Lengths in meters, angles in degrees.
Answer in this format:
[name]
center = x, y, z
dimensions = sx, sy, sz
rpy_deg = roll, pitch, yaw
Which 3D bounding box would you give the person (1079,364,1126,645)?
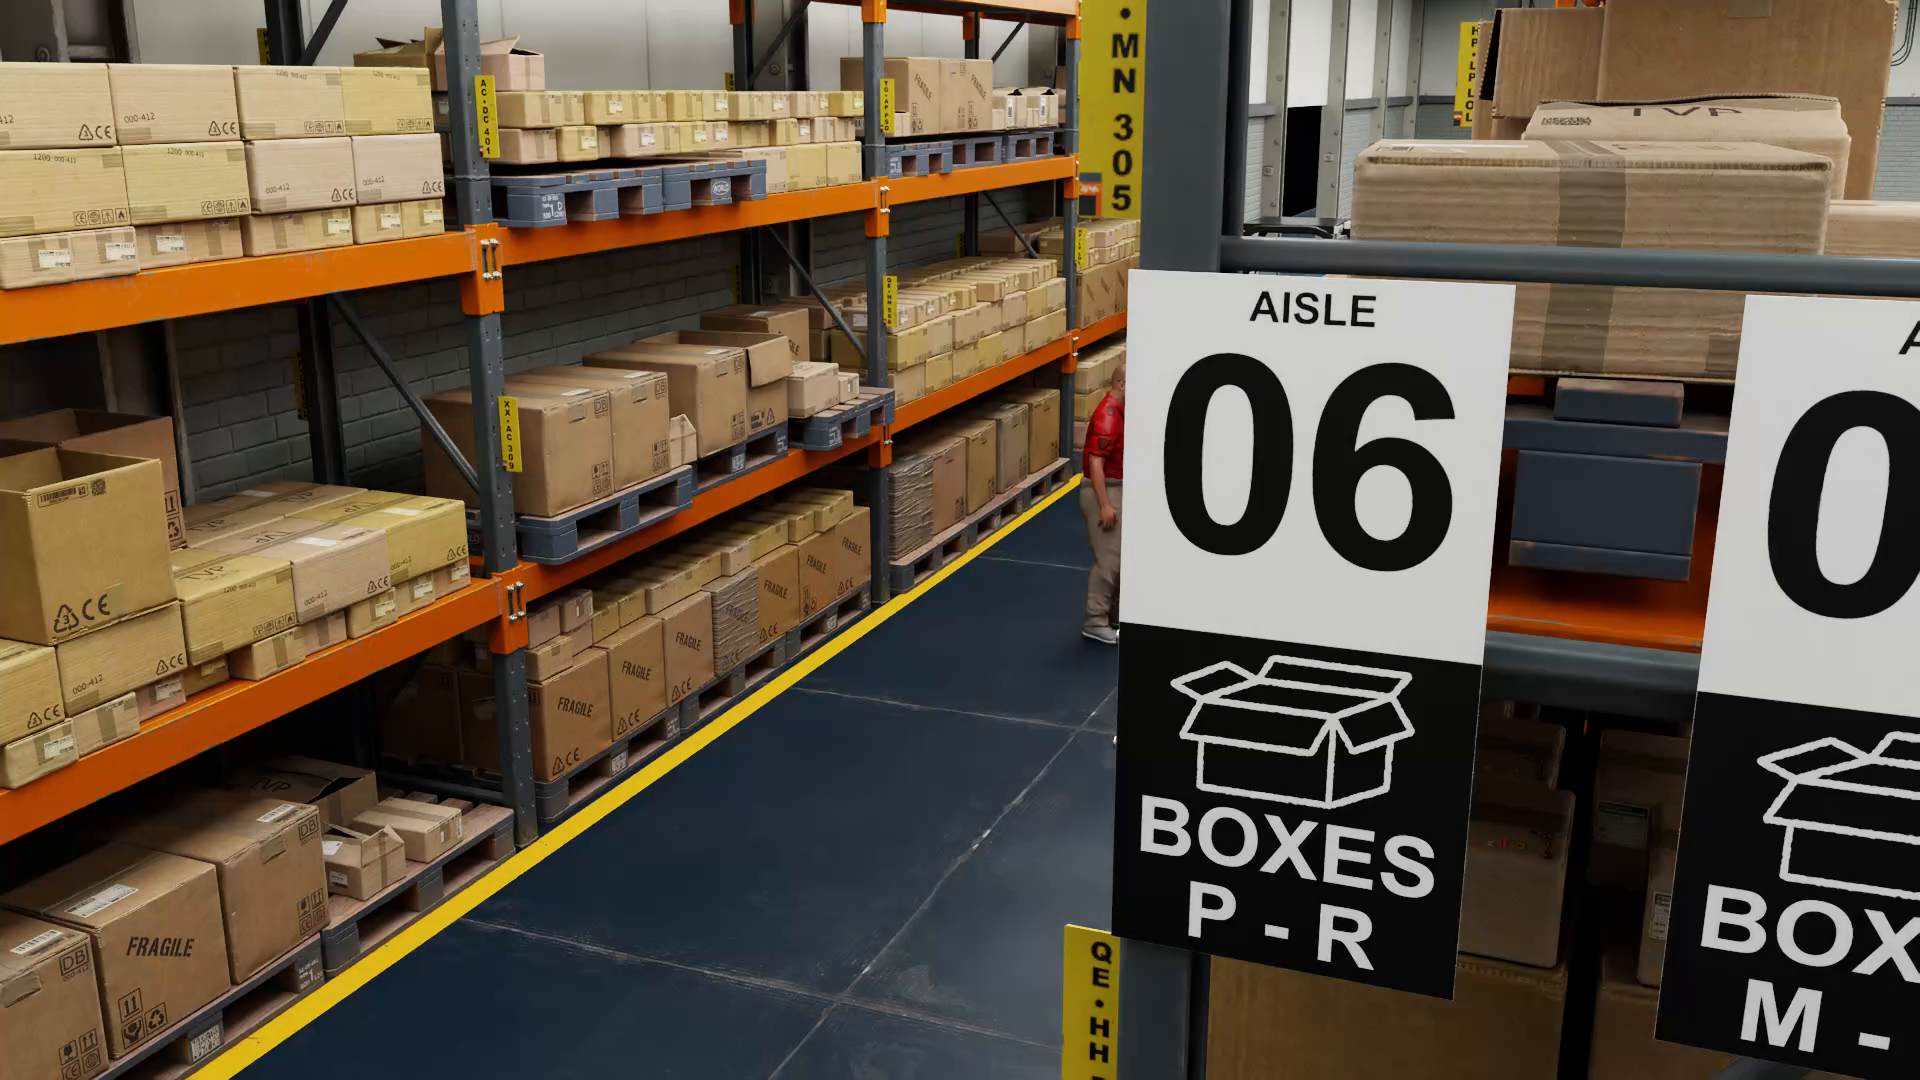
[person]
center = 0.963, -0.250, 10.466
dimensions = 0.392, 1.725, 0.590
rpy_deg = 5, 16, 18
